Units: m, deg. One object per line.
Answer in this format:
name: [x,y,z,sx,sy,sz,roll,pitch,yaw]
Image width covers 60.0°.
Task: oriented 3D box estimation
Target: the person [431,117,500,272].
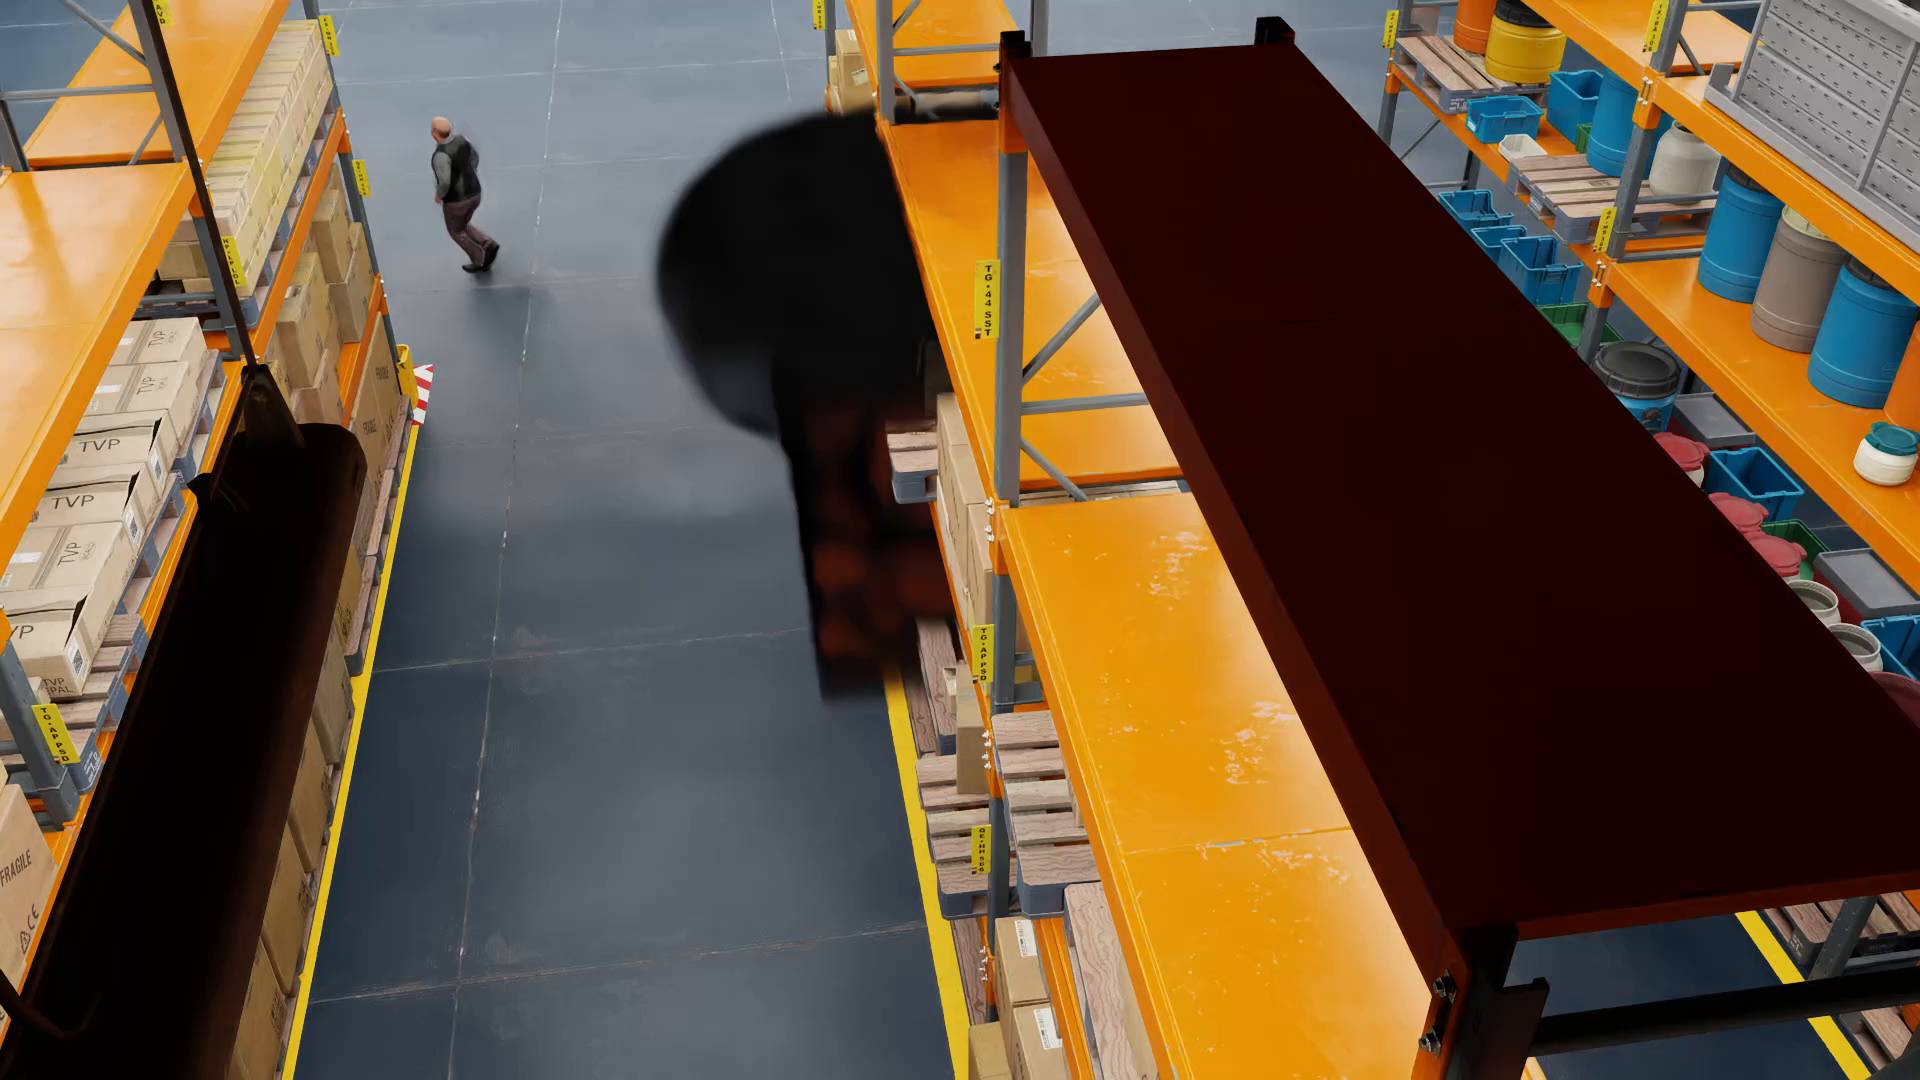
person: [-4.979,-3.454,16.765,0.556,1.663,0.657,15,39,19]
